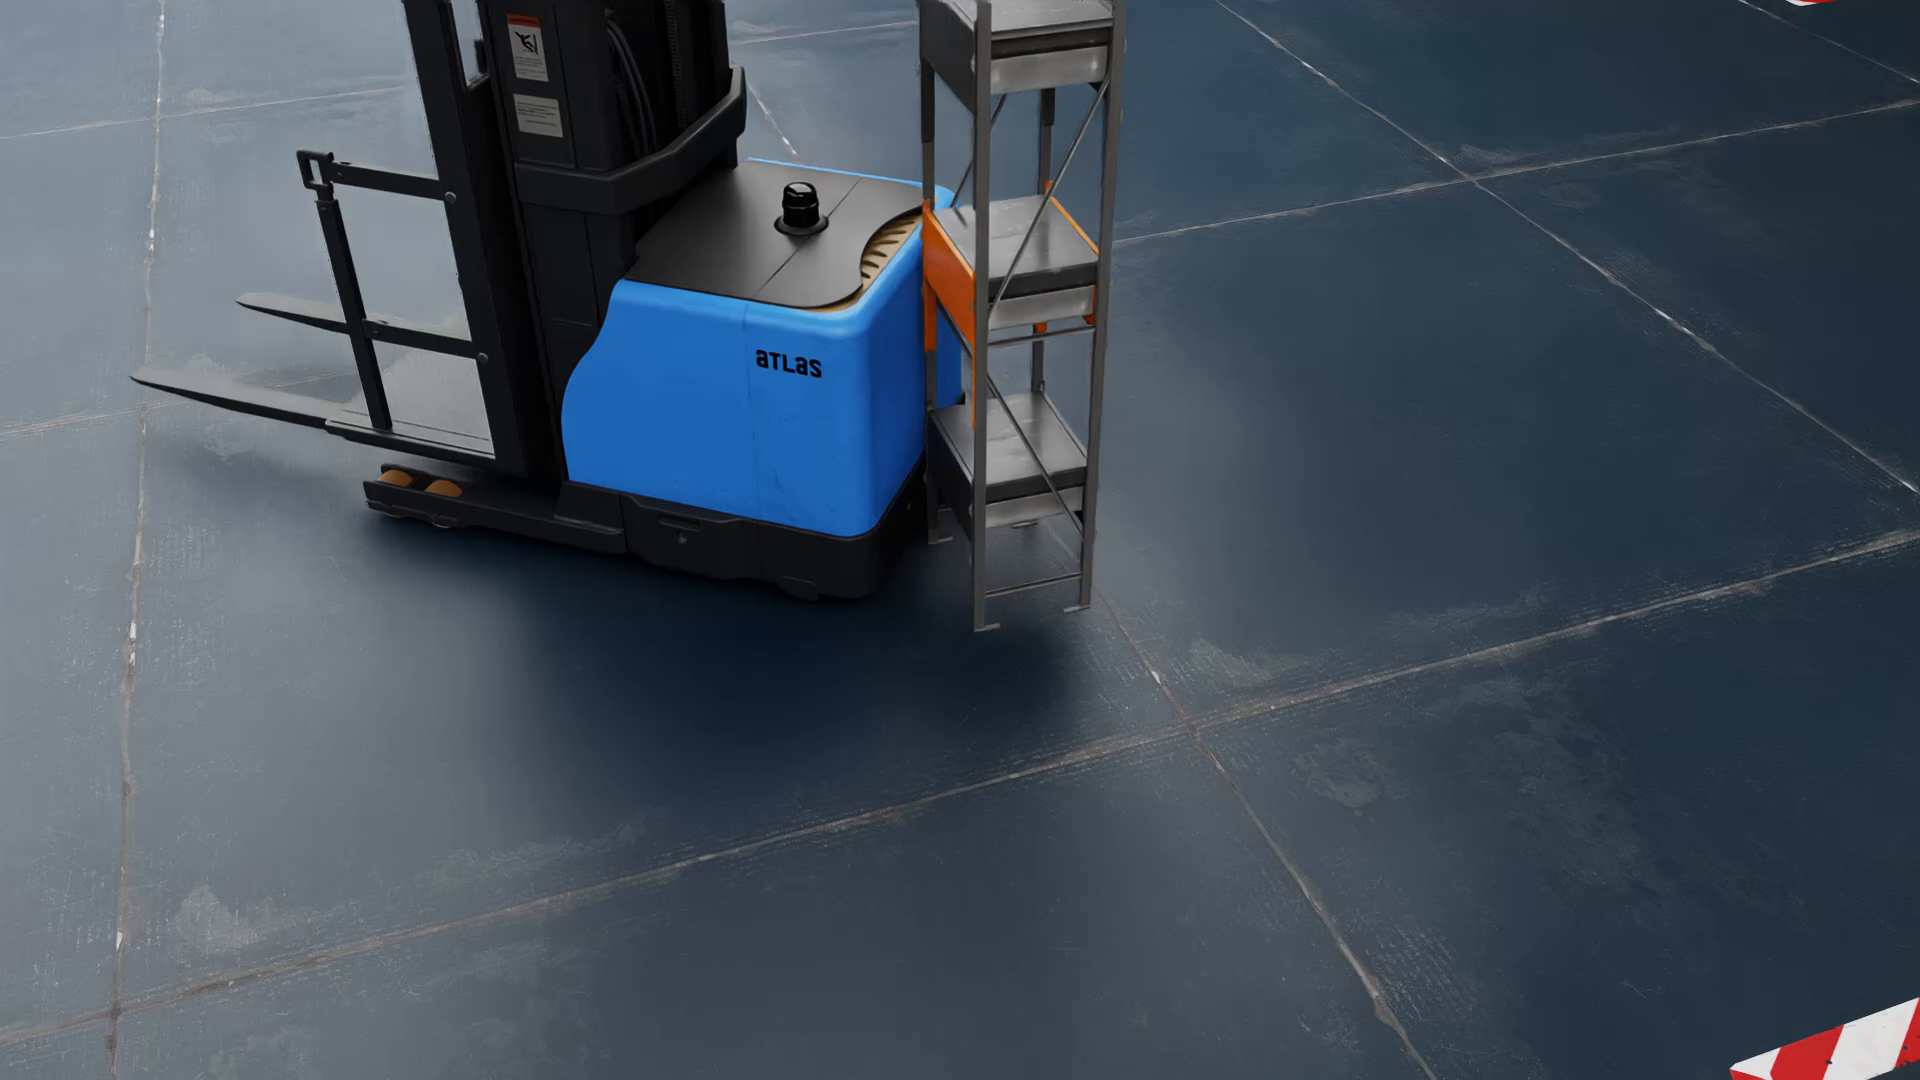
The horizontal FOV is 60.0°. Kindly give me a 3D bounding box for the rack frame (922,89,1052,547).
[{"bbox_3d":[0.080,-0.858,5.143,0.400,2.100,0.015,-11,38,-15],"label":"rack frame"}]

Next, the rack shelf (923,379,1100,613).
[{"bbox_3d":[0.157,-0.148,5.388,0.431,0.518,0.480,-11,38,-15],"label":"rack shelf"}]

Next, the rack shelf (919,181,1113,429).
[{"bbox_3d":[0.157,-0.707,4.967,0.431,0.518,0.480,-11,38,-15],"label":"rack shelf"}]

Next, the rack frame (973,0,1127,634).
[{"bbox_3d":[0.234,-0.579,4.773,0.400,2.100,0.015,-11,38,-15],"label":"rack frame"}]

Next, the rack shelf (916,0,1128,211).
[{"bbox_3d":[0.157,-1.267,4.545,0.431,0.518,0.480,-11,38,-15],"label":"rack shelf"}]

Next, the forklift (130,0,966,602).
[{"bbox_3d":[-1.554,-1.499,5.303,3.031,2.935,1.130,12,39,15],"label":"forklift"}]

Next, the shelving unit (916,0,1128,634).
[{"bbox_3d":[0.157,-0.718,4.958,0.431,2.100,0.503,-11,38,-15],"label":"shelving unit"}]
